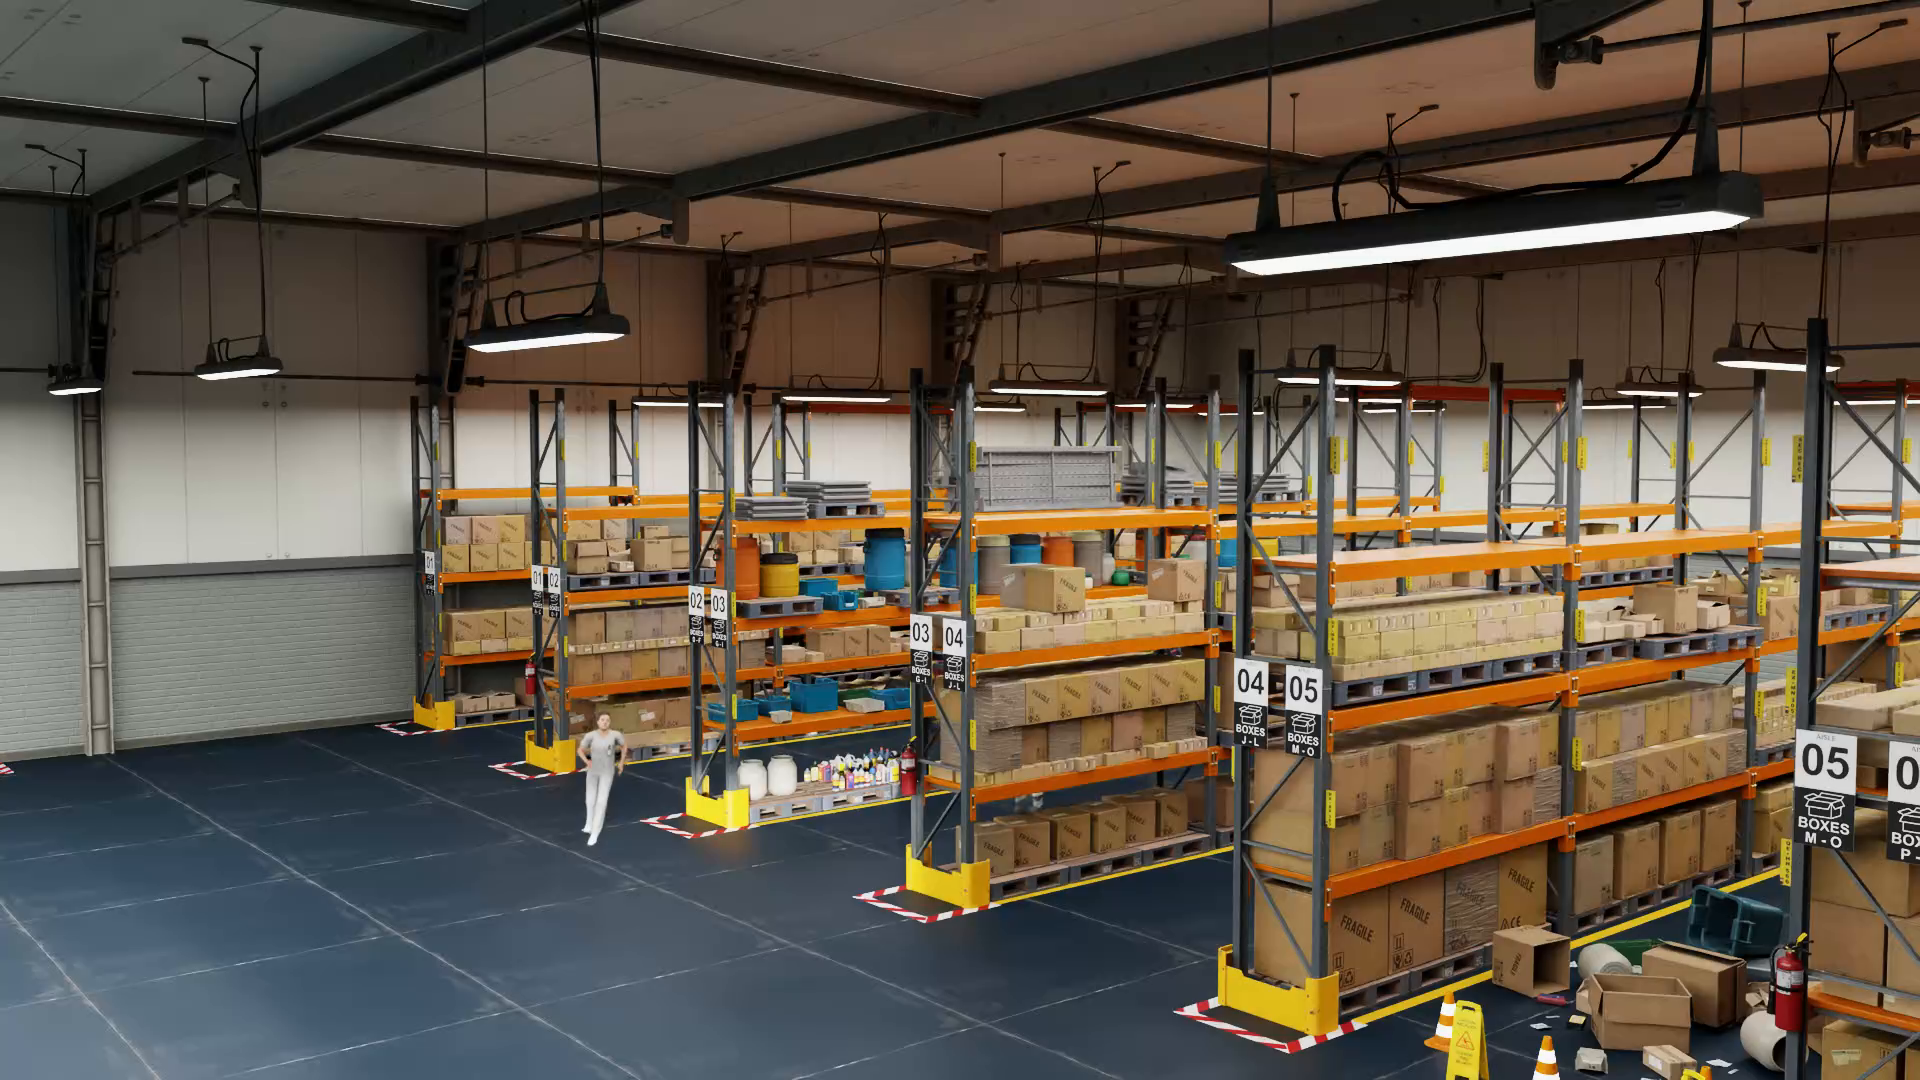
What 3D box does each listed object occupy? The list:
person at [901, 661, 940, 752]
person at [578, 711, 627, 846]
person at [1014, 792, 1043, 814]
[{"bbox_3d":[-0.625,2.562,27.187,0.891,1.788,0.688,-3,4,-40],"label":"person"},{"bbox_3d":[-4.658,3.059,21.644,0.614,1.690,0.790,0,3,-4],"label":"person"},{"bbox_3d":[0.885,2.914,22.940,0.649,1.769,0.691,3,4,40],"label":"person"}]
